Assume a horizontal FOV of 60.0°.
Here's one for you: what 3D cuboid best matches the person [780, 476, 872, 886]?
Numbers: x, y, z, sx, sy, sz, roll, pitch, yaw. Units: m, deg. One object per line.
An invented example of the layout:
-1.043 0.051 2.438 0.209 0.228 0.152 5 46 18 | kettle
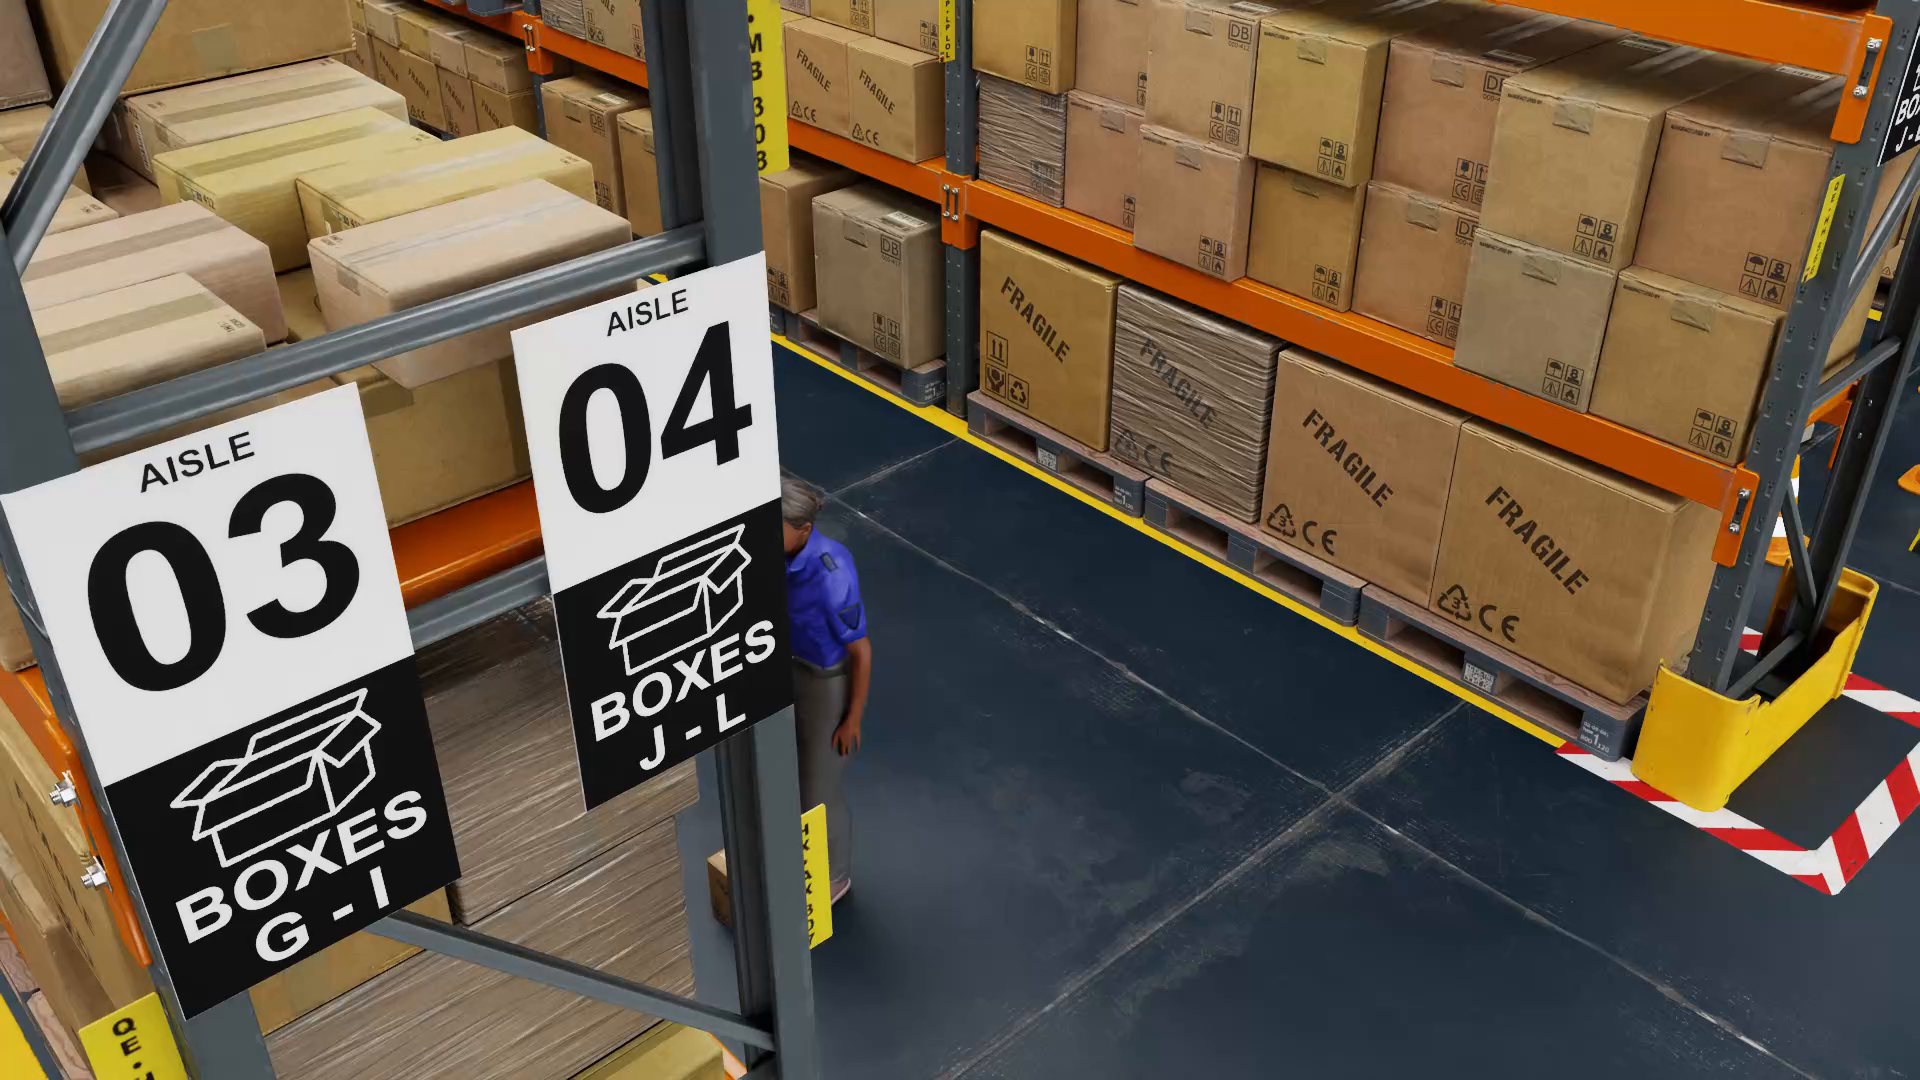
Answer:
-0.490 0.460 5.339 0.494 1.585 0.348 27 41 36 | person
